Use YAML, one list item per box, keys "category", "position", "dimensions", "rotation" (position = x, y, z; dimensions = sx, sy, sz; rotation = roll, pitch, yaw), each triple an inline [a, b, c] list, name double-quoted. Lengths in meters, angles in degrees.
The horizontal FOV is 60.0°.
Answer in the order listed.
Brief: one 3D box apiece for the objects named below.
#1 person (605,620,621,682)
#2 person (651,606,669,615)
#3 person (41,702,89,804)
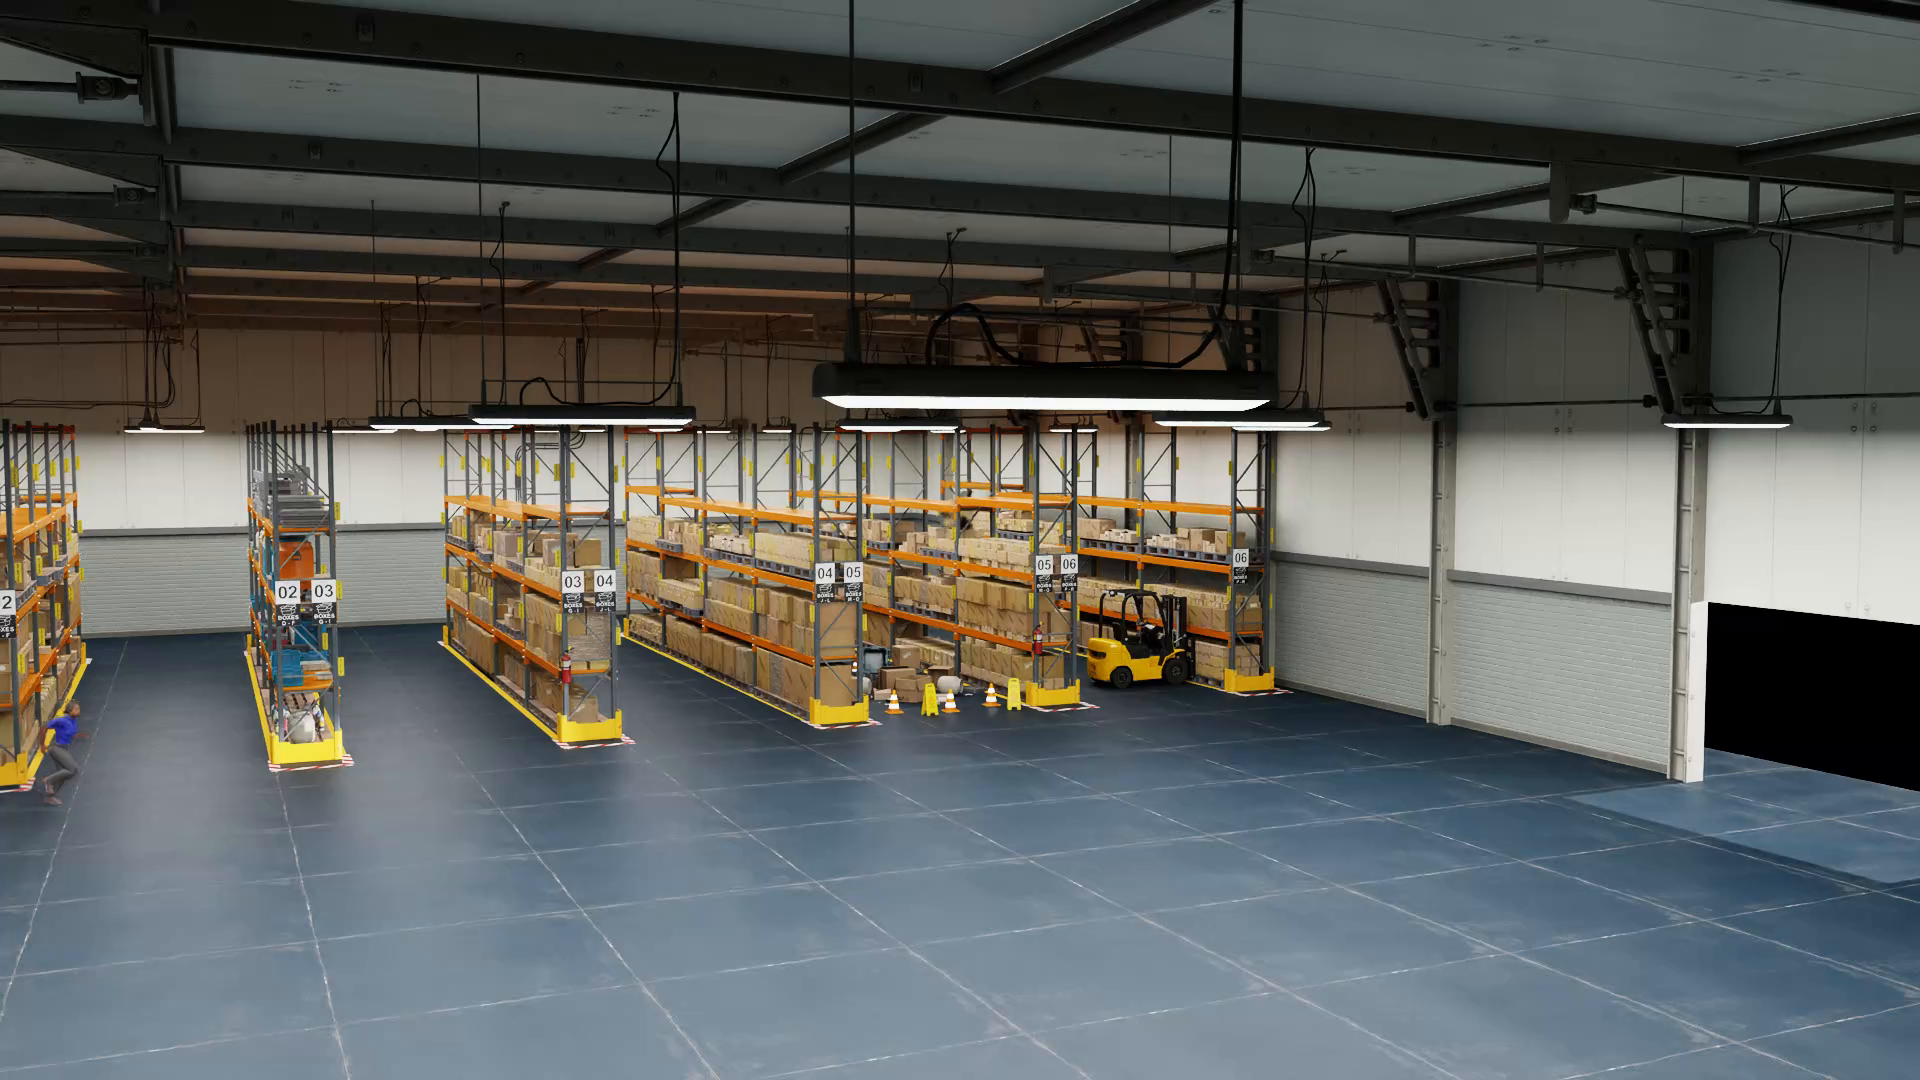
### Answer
- category: "person"
  position: [-8.183, 2.437, 38.657]
  dimensions: [0.665, 1.736, 0.590]
  rotation: [-2, 4, -24]
- category: "person"
  position: [-8.896, 1.798, 49.079]
  dimensions: [0.639, 1.716, 0.754]
  rotation: [1, 4, 15]
- category: "person"
  position: [-13.949, 3.319, 25.934]
  dimensions: [0.698, 1.579, 0.561]
  rotation: [-1, 4, -8]
